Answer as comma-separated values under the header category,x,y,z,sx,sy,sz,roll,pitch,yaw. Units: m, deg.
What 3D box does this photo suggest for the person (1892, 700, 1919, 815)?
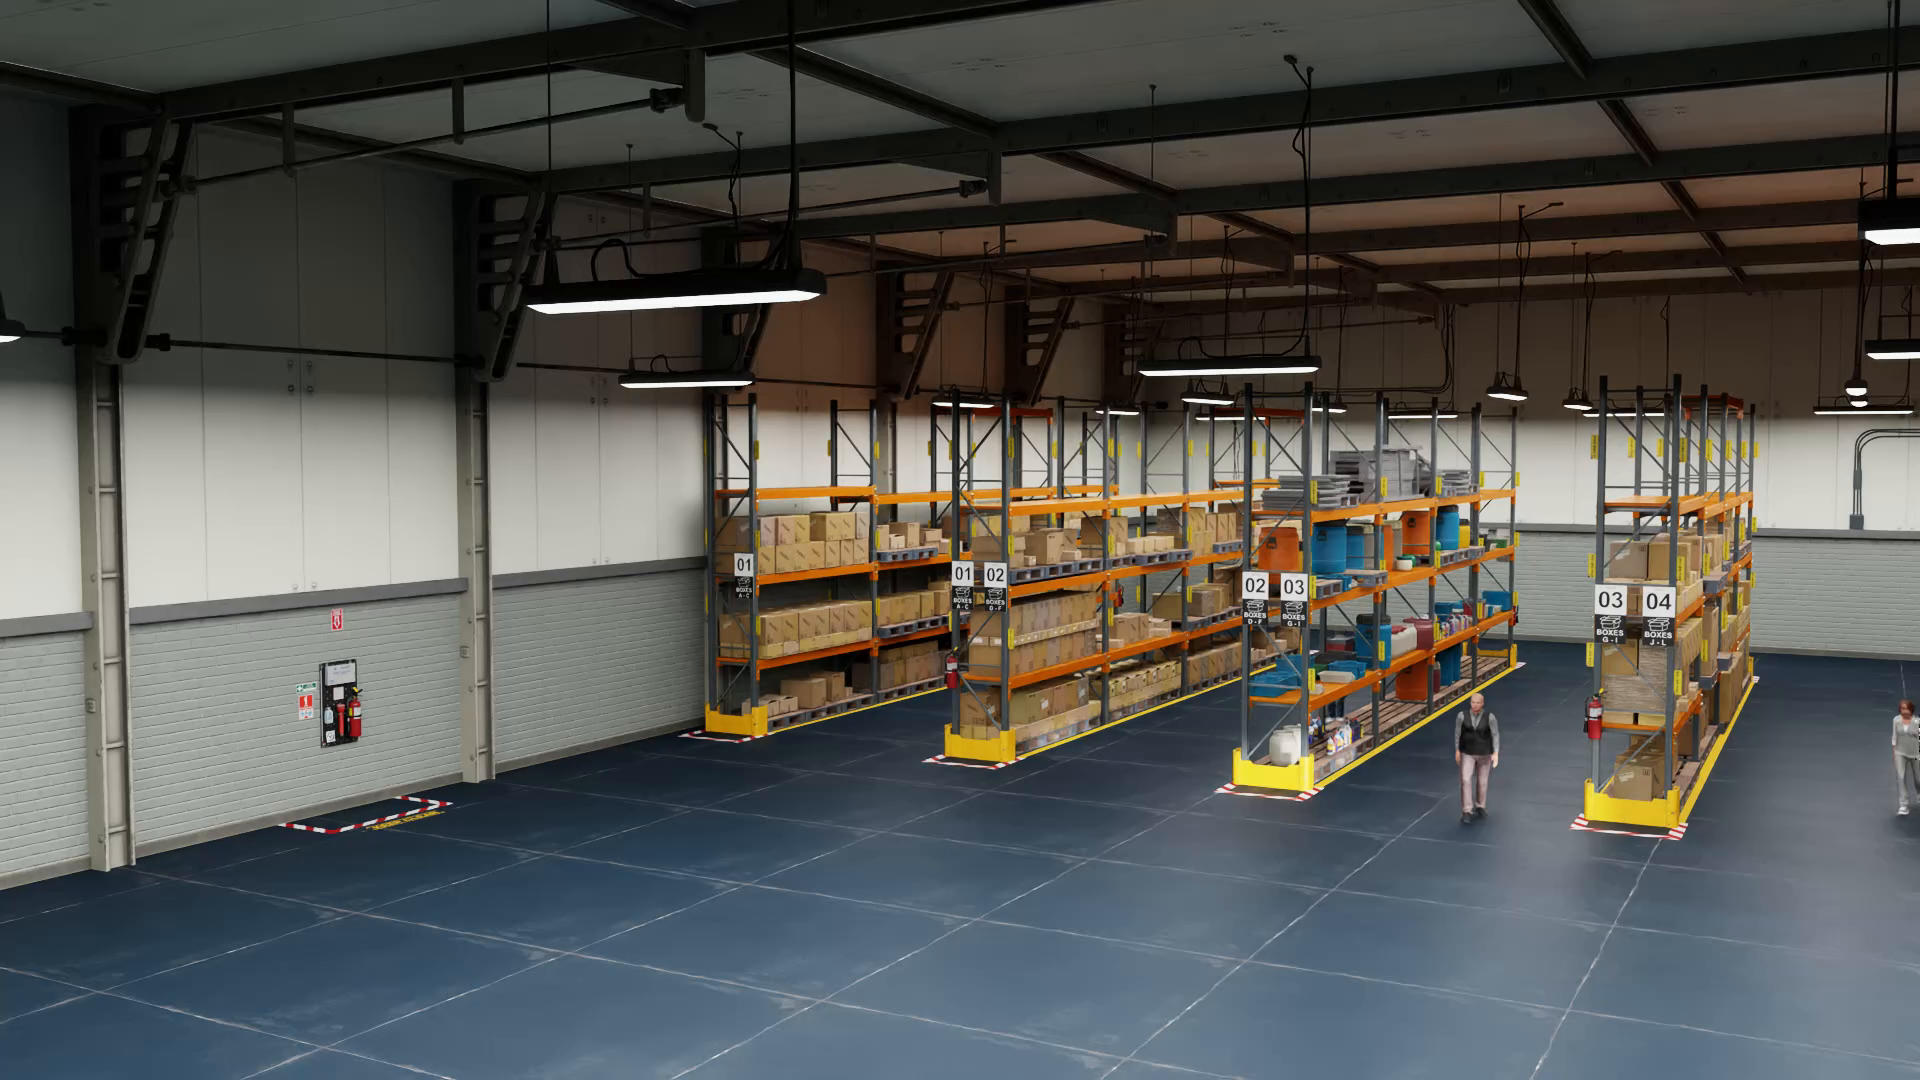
category,x,y,z,sx,sy,sz,roll,pitch,yaw
person,13.138,2.970,22.993,0.442,1.559,0.852,2,4,38

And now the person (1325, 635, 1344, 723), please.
category,x,y,z,sx,sy,sz,roll,pitch,yaw
person,6.759,2.509,29.654,0.413,1.616,0.636,0,3,-2

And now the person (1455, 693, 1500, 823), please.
category,x,y,z,sx,sy,sz,roll,pitch,yaw
person,6.991,2.923,22.503,0.587,1.711,0.747,1,3,19
